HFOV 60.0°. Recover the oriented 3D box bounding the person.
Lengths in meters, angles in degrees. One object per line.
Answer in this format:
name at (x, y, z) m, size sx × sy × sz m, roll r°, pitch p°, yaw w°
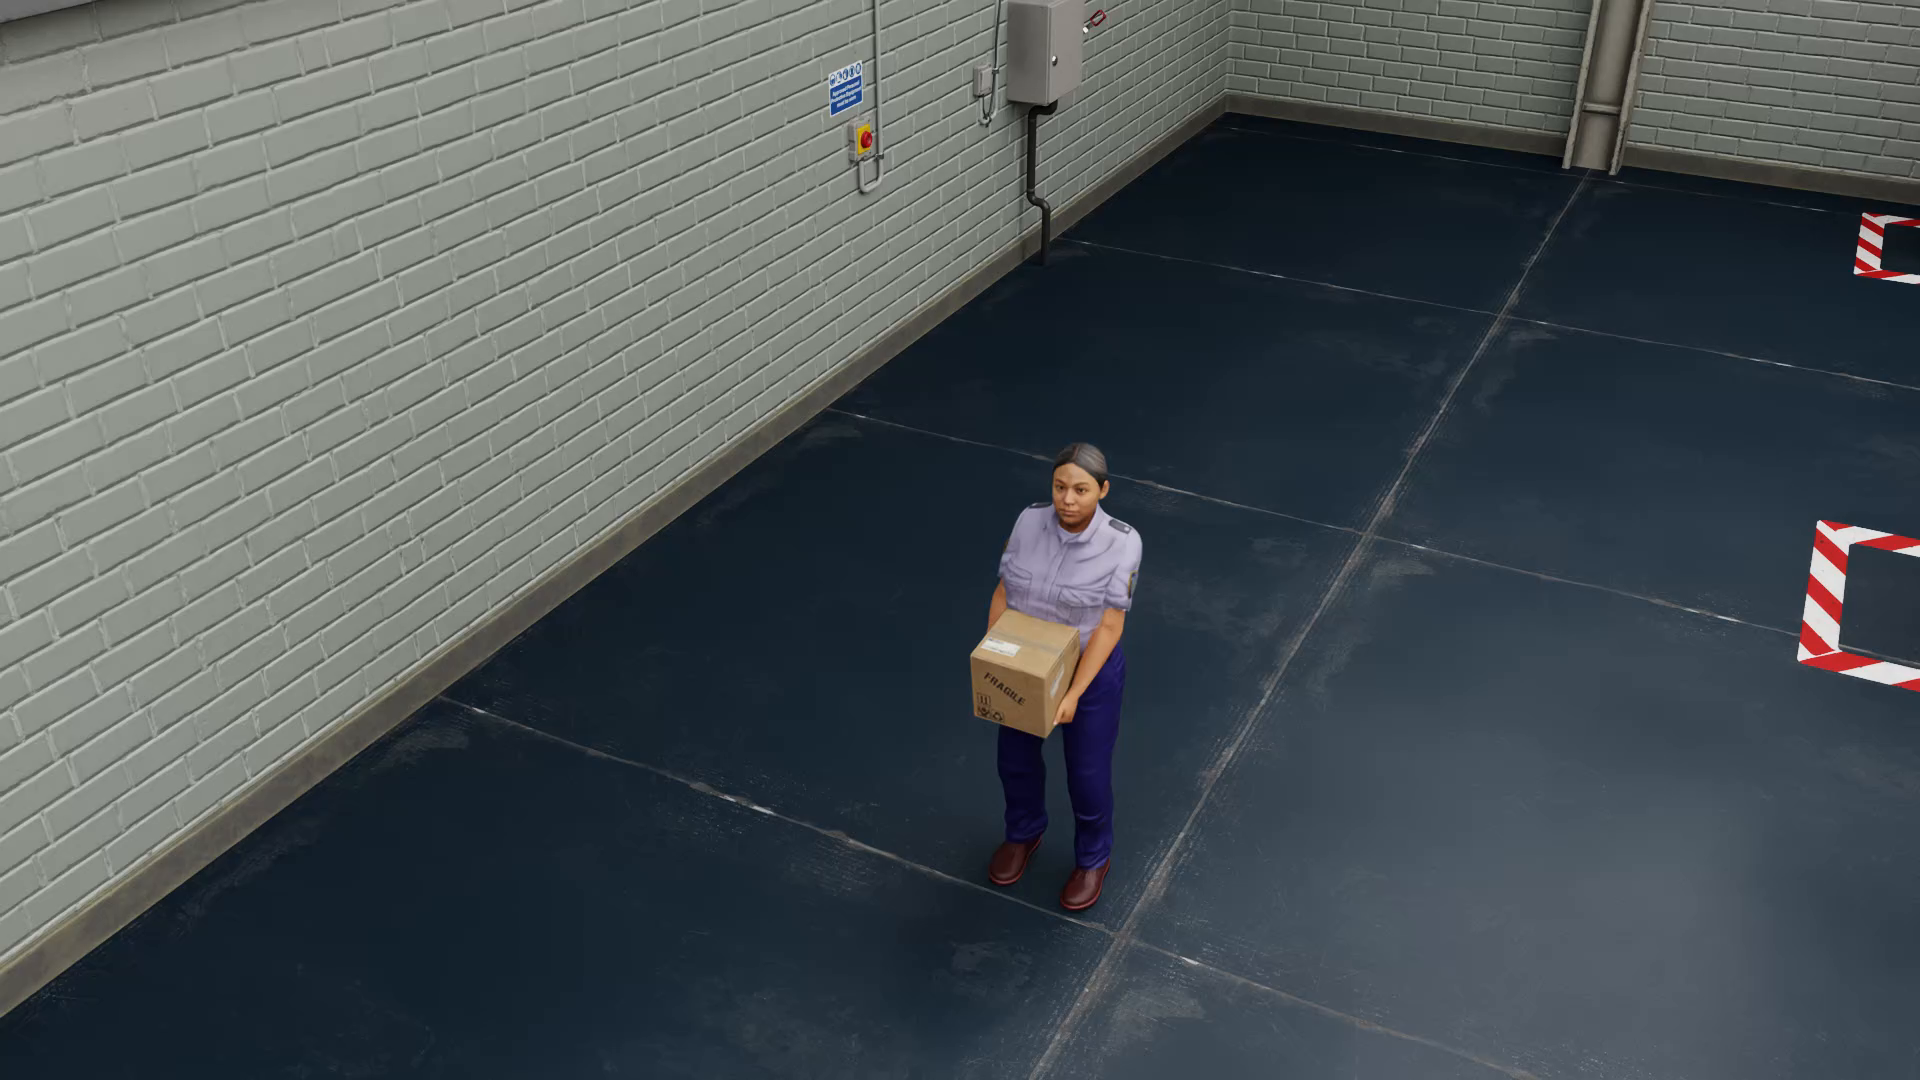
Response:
person at (0.295, 0.476, 5.338) m, size 0.452 × 1.641 × 0.515 m, roll 15°, pitch 34°, yaw 24°
